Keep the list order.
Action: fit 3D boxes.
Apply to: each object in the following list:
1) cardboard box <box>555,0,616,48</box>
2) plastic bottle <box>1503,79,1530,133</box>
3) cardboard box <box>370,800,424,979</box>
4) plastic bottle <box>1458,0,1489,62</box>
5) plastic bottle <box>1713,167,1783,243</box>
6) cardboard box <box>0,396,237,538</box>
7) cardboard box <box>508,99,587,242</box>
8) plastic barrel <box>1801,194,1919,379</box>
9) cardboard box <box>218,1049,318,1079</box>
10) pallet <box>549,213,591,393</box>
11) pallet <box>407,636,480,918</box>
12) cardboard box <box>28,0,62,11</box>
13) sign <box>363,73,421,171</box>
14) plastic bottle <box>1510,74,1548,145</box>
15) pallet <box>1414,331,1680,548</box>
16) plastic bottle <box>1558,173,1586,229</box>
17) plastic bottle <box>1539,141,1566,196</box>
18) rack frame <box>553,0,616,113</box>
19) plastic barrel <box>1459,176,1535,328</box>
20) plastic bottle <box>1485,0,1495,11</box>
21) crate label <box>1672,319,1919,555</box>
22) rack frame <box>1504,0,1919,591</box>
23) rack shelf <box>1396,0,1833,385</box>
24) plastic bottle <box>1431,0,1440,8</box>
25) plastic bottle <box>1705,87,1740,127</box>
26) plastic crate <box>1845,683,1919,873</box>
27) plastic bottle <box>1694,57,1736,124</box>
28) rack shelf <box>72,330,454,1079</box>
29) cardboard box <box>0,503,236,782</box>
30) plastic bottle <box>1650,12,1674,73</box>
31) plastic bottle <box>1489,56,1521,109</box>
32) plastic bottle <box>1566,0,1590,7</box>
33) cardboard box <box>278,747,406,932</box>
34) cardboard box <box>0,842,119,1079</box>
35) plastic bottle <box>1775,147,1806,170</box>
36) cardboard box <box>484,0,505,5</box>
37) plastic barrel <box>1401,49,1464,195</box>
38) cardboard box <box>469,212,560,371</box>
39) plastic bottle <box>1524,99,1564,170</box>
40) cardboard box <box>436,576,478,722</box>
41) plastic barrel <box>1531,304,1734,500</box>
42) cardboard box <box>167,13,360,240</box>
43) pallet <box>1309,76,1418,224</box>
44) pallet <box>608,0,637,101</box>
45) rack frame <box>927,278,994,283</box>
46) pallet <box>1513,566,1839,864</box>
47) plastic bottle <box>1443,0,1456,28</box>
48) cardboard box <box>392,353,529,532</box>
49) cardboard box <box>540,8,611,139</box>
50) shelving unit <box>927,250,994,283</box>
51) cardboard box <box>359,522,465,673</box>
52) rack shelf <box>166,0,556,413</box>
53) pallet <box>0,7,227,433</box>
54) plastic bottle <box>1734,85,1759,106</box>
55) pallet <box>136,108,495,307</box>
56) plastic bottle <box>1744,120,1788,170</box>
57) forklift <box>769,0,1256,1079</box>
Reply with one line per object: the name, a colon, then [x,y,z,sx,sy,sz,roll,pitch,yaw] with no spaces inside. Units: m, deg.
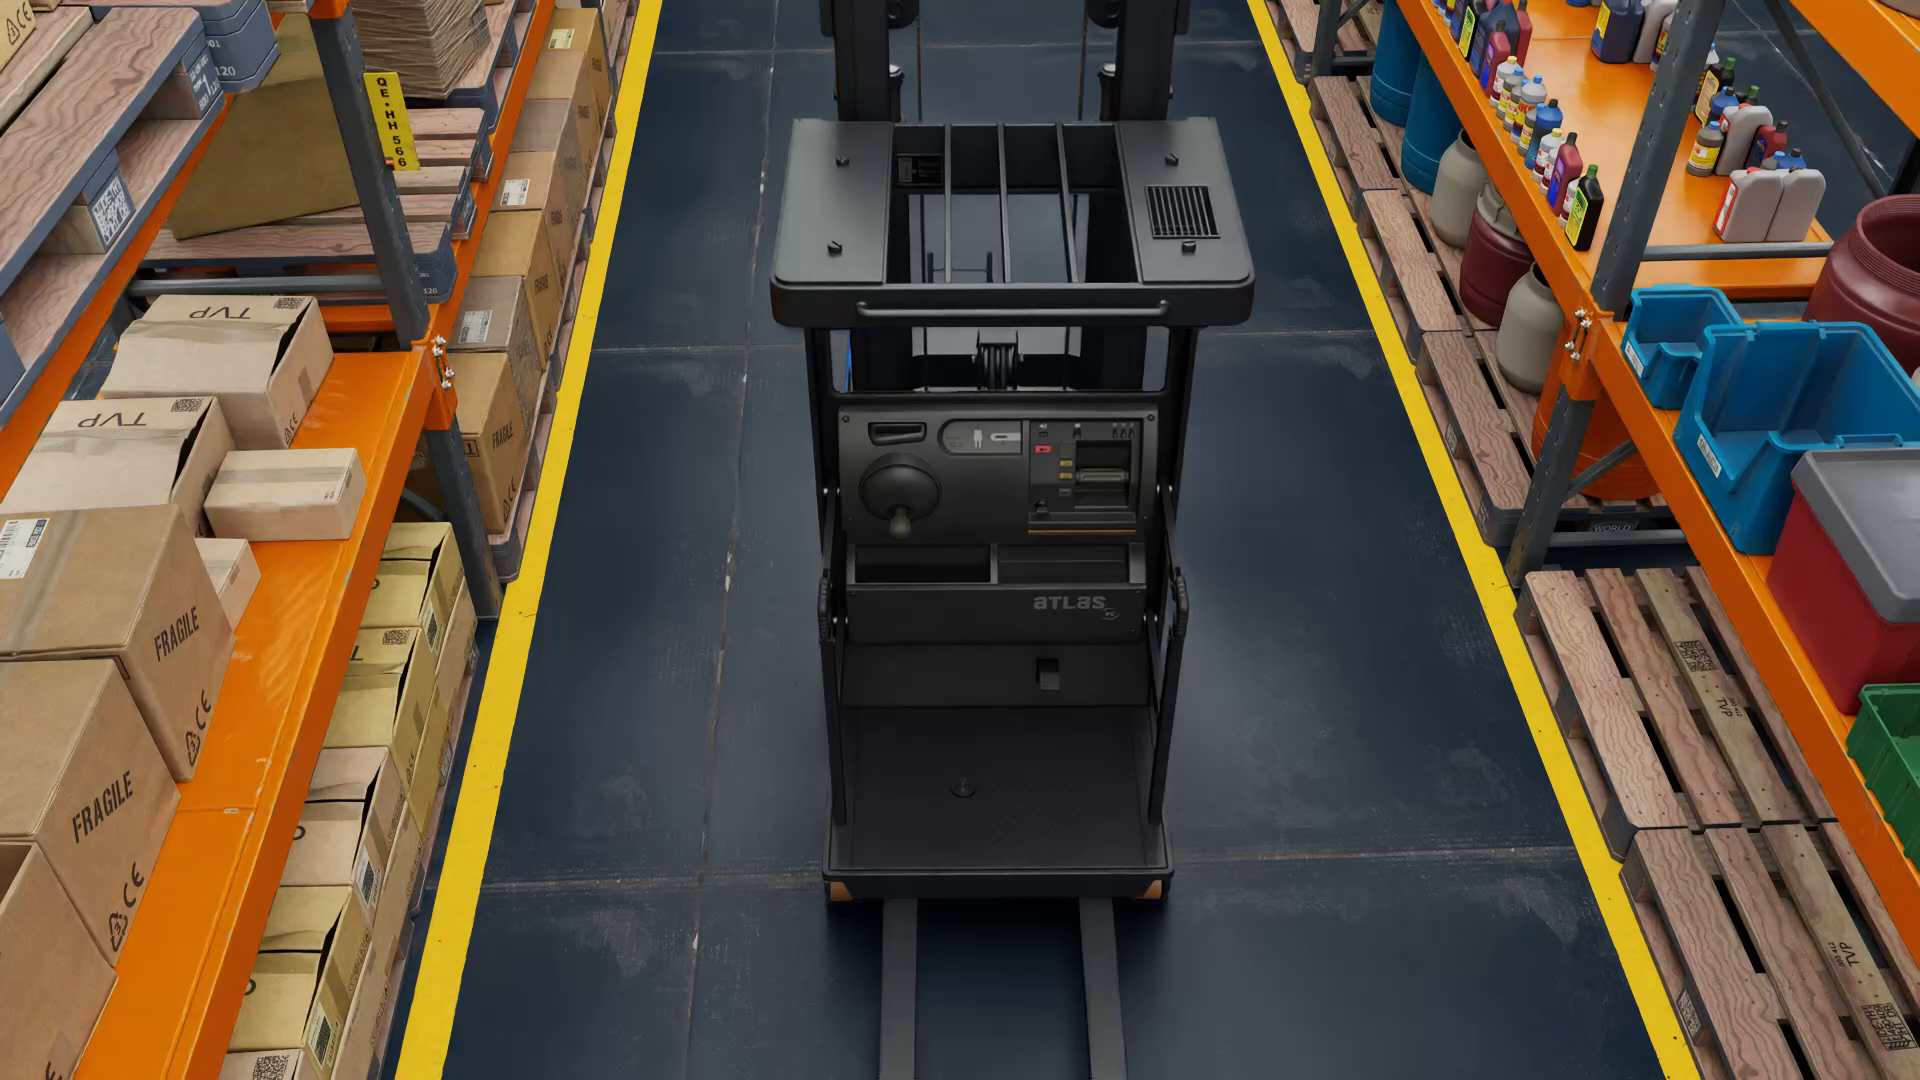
cardboard box: [-2.252,-2.985,9.451,0.500,0.311,0.500,-2,43,-2]
plastic bottle: [2.208,-1.714,6.547,0.097,0.201,0.097,0,43,0]
cardboard box: [-1.970,1.071,5.086,0.500,0.250,0.500,-1,43,-1]
plastic bottle: [2.163,-2.168,6.981,0.061,0.283,0.133,-2,43,-2]
plastic bottle: [2.821,-1.215,5.947,0.152,0.276,0.135,-2,43,-2]
cardboard box: [-2.436,-0.182,4.794,0.500,0.311,0.500,-2,43,-2]
cardboard box: [-2.109,-1.768,7.983,0.500,0.500,0.500,-1,43,-1]
plastic barrel: [2.991,-0.709,5.203,0.600,0.536,0.708,-2,43,-2]
cardboard box: [-1.918,1.555,4.143,0.500,0.311,0.500,-3,43,-3]
pallet: [-2.323,-1.123,7.819,1.003,0.211,1.213,-2,43,-2]
pallet: [-2.284,0.761,5.764,1.003,0.211,1.213,-2,43,-2]
cardboard box: [-2.164,-1.371,3.606,0.500,0.250,0.500,-1,43,-1]
sign: [-1.726,-1.269,5.057,0.100,0.325,0.005,-2,43,-2]
plastic bottle: [2.212,-1.674,6.452,0.097,0.271,0.097,0,43,0]
pallet: [2.594,-0.467,7.103,1.003,0.211,1.213,-2,43,-2]
plastic bottle: [2.239,-1.230,6.018,0.097,0.201,0.097,0,43,0]
plastic bottle: [2.229,-1.385,6.188,0.097,0.201,0.097,0,43,0]
rack frame: [-2.450,-3.524,8.375,1.000,3.000,0.127,-2,43,-2]
plastic barrel: [2.583,-1.322,7.446,0.600,0.588,0.708,-2,43,-2]
plastic bottle: [2.224,-2.170,6.983,0.061,0.283,0.133,-2,43,-2]
crate label: [2.441,-0.298,4.829,0.502,0.435,0.616,-2,43,-2]
rack frame: [2.669,-0.963,5.581,1.000,3.000,0.127,-2,43,-2]
rack shelf: [2.584,-2.048,7.297,1.077,0.370,4.000,-2,43,-2]
plastic bottle: [2.187,-2.513,7.364,0.152,0.276,0.135,-2,43,-2]
plastic bottle: [2.915,-1.607,6.379,0.097,0.271,0.097,0,43,0]
plastic crate: [2.483,0.647,3.981,0.450,0.188,0.662,-2,43,-2]
plastic bottle: [2.984,-1.782,6.560,0.061,0.283,0.133,-2,43,-2]
rack shelf: [-2.195,0.792,4.199,1.077,0.370,4.000,-2,43,-2]
cardboard box: [-2.193,0.272,4.160,0.500,0.500,0.500,-4,43,-4]
plastic bottle: [2.947,-2.076,6.890,0.097,0.271,0.097,0,43,0]
plastic bottle: [2.200,-1.845,6.690,0.097,0.201,0.097,0,43,0]
plastic bottle: [2.767,-2.509,7.363,0.097,0.271,0.097,0,43,0]
cardboard box: [-1.965,0.866,4.894,0.500,0.311,0.500,-2,43,-2]
cardboard box: [-2.149,0.965,3.403,0.500,0.500,0.500,1,43,1]
plastic bottle: [2.996,-1.297,6.040,0.097,0.271,0.097,0,43,0]
cardboard box: [-2.313,-2.525,6.900,0.700,0.500,0.500,-12,44,-13]
plastic barrel: [2.535,-2.199,8.172,0.600,0.901,0.708,-2,43,-2]
cardboard box: [-2.058,-1.072,7.224,0.500,0.500,0.500,-2,43,-2]
plastic bottle: [2.221,-1.543,6.308,0.097,0.271,0.097,0,43,0]
cardboard box: [-2.014,0.383,5.836,0.500,0.250,0.500,-1,43,-1]
plastic barrel: [2.631,-0.648,6.532,0.600,0.830,0.708,-2,43,-2]
cardboard box: [-2.420,-1.437,5.714,0.700,0.500,0.500,-15,45,-16]
pallet: [2.490,-2.114,8.900,1.003,0.211,1.213,-2,43,-2]
pallet: [-2.478,-2.960,9.823,1.003,0.211,1.213,-2,43,-2]
rack frame: [0.001,-0.503,6.411,0.240,1.200,0.006,0,43,0]
pallet: [2.663,0.589,5.952,1.003,0.211,1.213,-2,43,-2]
plastic bottle: [2.169,-2.367,7.207,0.097,0.271,0.097,0,43,0]
cardboard box: [-2.014,-0.380,6.469,0.500,0.500,0.500,0,43,0]
cardboard box: [-2.143,-2.440,8.716,0.500,0.500,0.500,-2,43,-2]
shelving unit: [0.001,-0.565,6.478,0.258,1.200,0.189,0,43,0]
cardboard box: [-2.012,0.175,5.649,0.500,0.311,0.500,-1,43,-1]
rack shelf: [-2.365,-1.909,7.145,1.077,0.370,4.000,-2,43,-2]
pallet: [-2.112,-0.650,3.159,1.003,0.211,1.213,0,43,0]
plastic bottle: [2.994,-1.626,6.390,0.061,0.283,0.133,-2,43,-2]
pallet: [-2.379,-1.209,5.991,1.213,0.211,1.003,-2,43,-2]
plastic bottle: [3.005,-1.445,6.193,0.061,0.283,0.133,-2,43,-2]
forklift: [0.115,-0.114,4.705,1.130,2.935,3.031,0,43,0]
